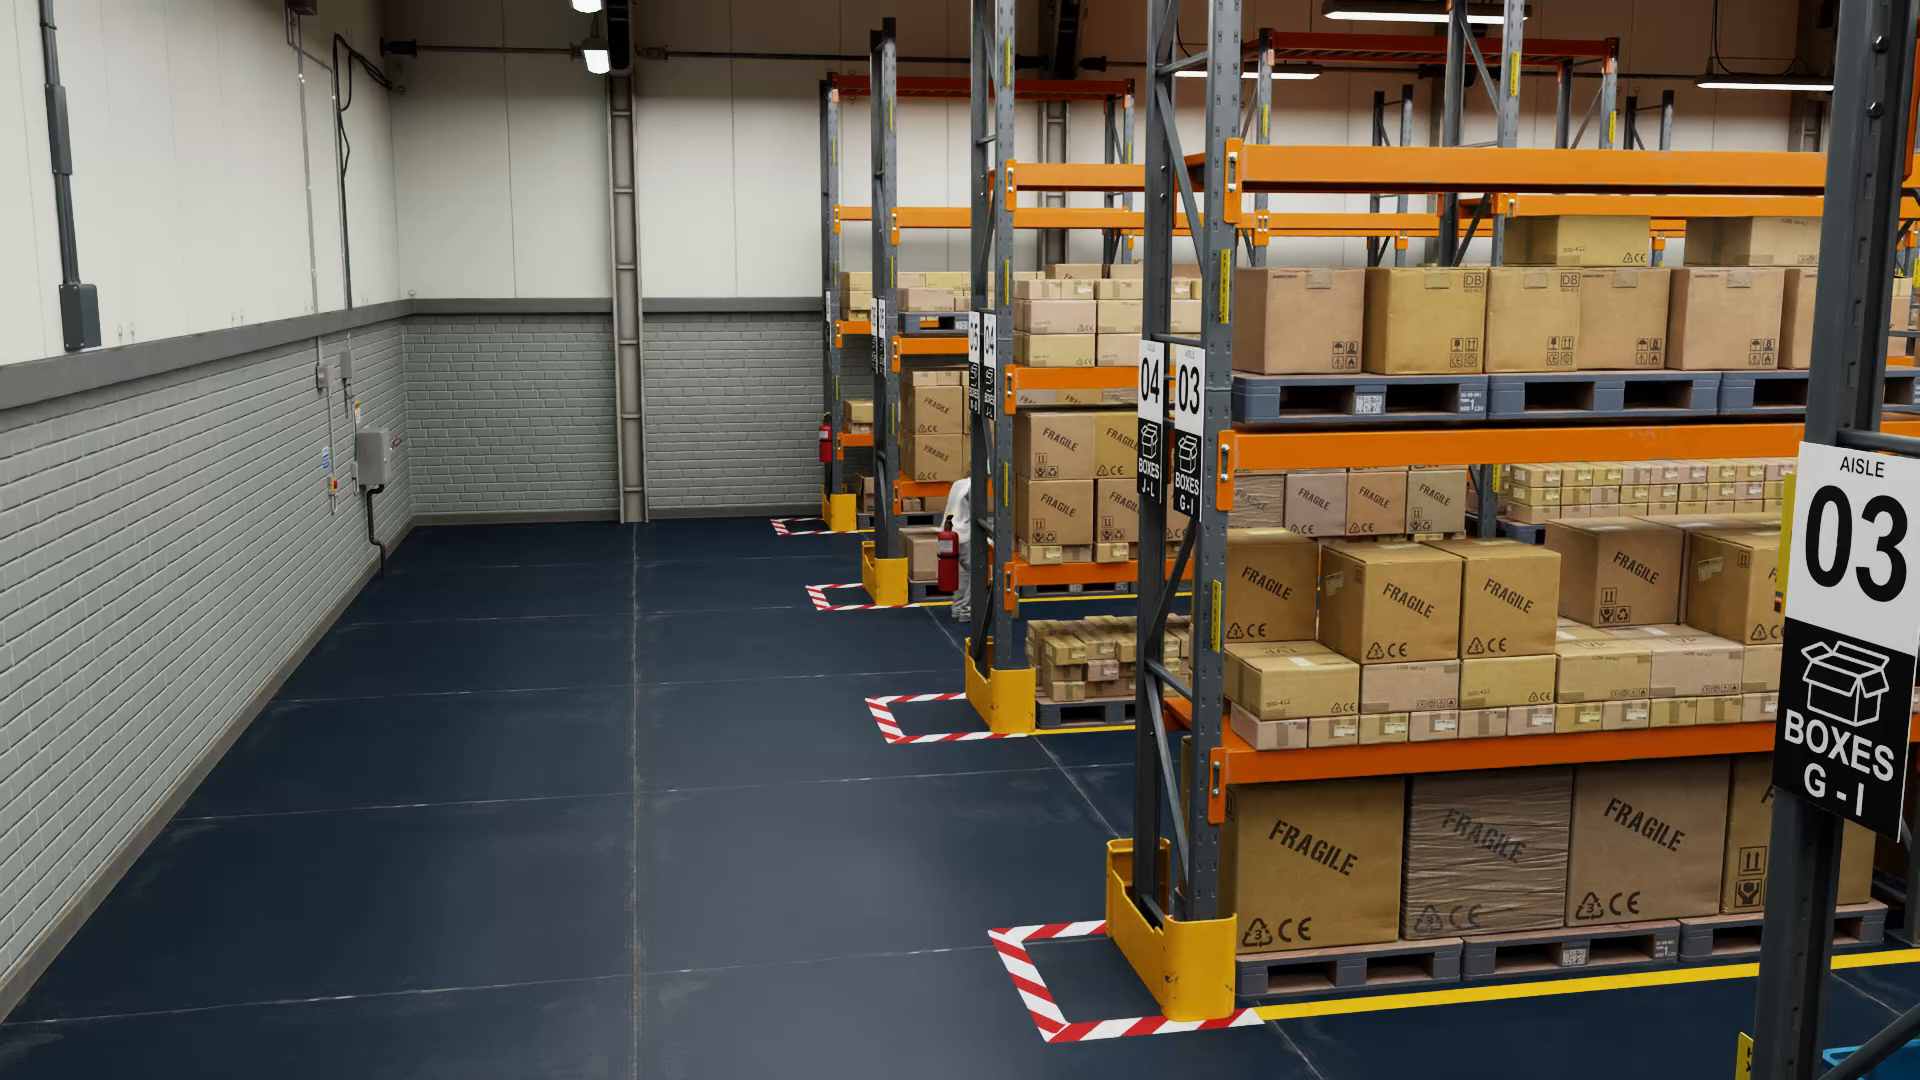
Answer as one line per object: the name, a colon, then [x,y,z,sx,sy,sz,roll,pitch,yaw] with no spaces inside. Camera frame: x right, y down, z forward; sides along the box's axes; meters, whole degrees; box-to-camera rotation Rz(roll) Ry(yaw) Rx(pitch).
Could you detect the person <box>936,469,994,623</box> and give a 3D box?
person: [0.101,0.045,16.839,0.696,1.526,0.608,-3,10,-18]
